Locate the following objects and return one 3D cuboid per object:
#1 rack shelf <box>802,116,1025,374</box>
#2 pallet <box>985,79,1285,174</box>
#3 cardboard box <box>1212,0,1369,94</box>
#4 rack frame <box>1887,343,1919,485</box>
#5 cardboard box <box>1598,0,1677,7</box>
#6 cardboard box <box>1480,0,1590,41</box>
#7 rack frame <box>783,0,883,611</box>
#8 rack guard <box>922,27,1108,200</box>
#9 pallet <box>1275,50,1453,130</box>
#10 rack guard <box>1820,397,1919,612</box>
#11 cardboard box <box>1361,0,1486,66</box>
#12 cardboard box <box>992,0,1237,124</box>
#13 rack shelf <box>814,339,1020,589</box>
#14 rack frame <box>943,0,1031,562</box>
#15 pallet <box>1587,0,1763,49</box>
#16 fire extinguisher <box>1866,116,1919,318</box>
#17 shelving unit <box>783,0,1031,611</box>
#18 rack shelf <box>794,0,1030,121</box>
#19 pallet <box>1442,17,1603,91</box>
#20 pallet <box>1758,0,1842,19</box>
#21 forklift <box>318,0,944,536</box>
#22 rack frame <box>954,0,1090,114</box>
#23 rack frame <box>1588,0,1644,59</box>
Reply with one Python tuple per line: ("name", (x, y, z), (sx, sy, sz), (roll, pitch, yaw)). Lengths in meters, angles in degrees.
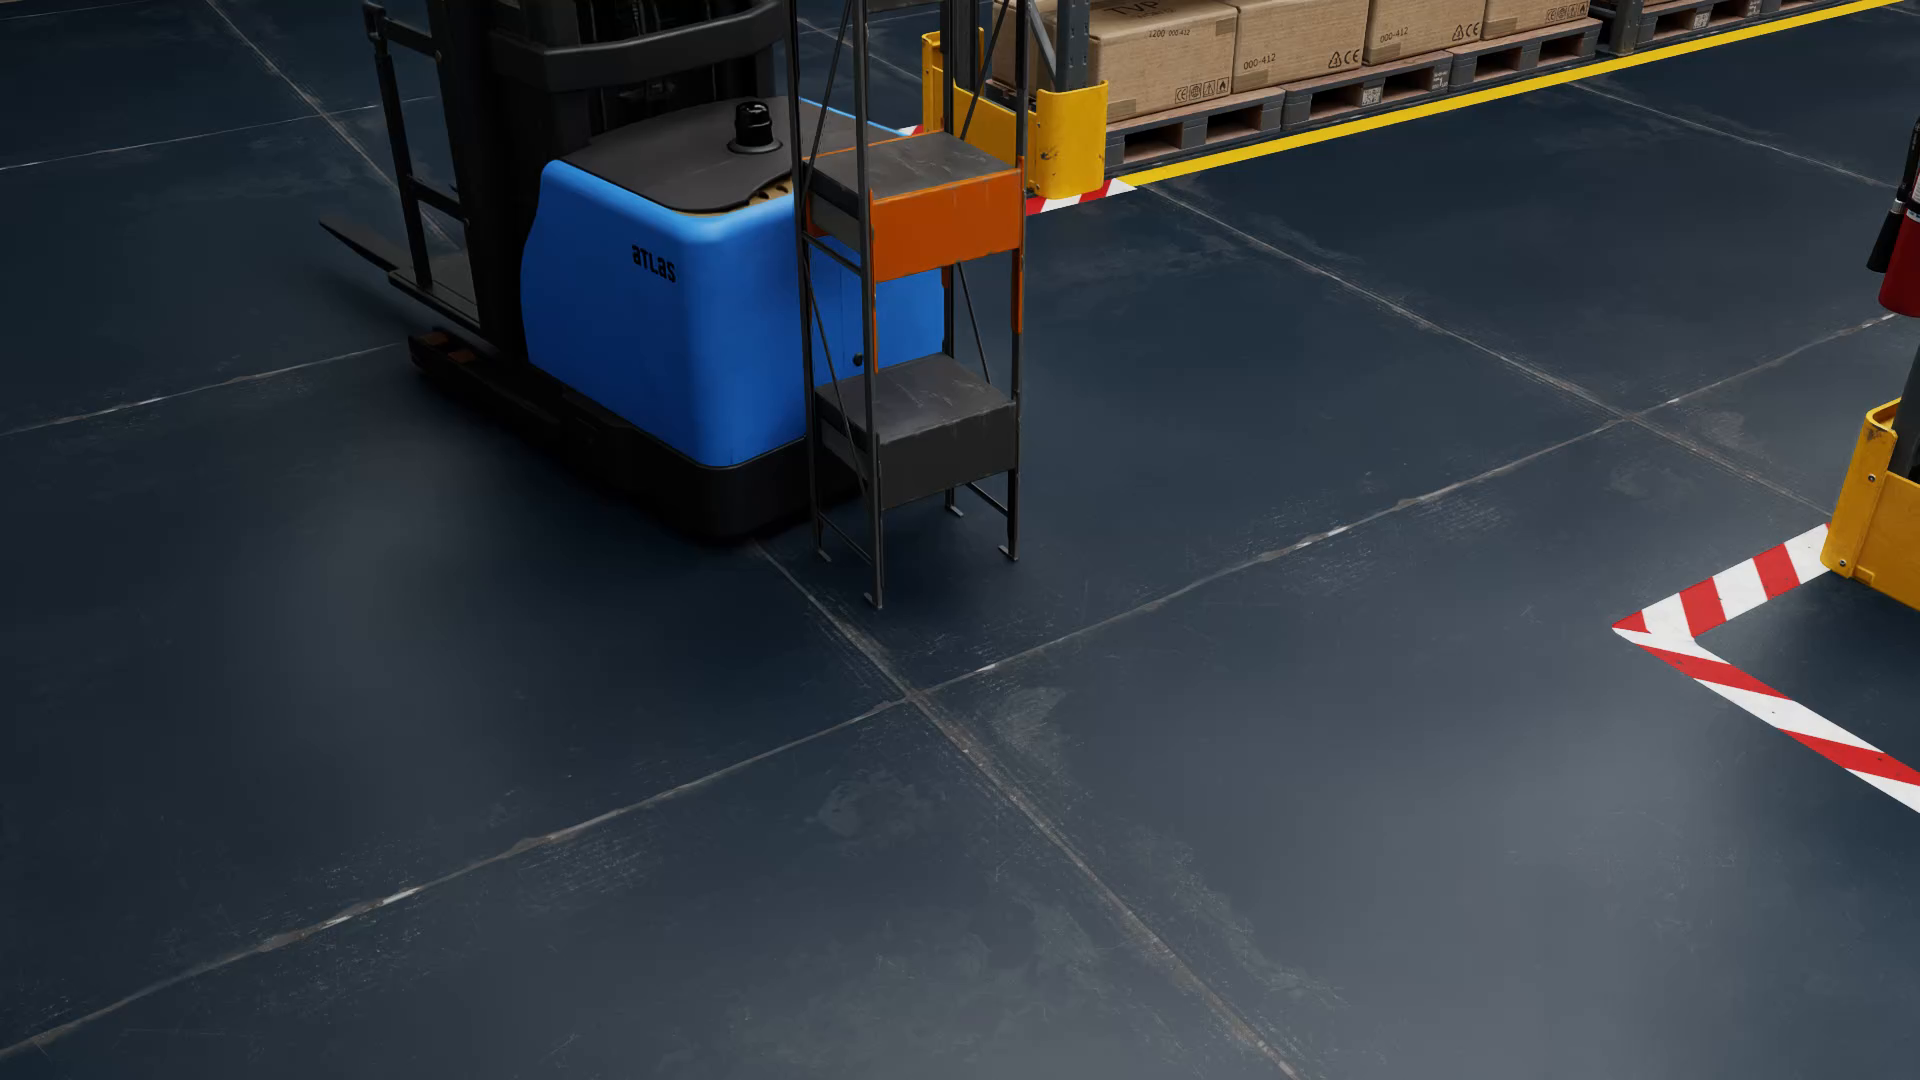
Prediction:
("rack shelf", (-0.139, -0.829, 4.621), (0.480, 0.518, 0.431), (-19, 37, -27))
("pallet", (0.896, -2.251, 8.620), (1.213, 0.211, 1.003), (-19, 37, -27))
("cardboard box", (1.532, -2.762, 8.824), (0.875, 0.438, 0.875), (-18, 36, -26))
("rack frame", (3.034, -0.973, 3.981), (0.127, 3.000, 1.000), (-19, 37, -27))
("cardboard box", (4.106, -3.814, 10.083), (0.875, 0.875, 0.875), (-18, 36, -26))
("cardboard box", (3.043, -3.281, 9.647), (0.875, 0.438, 0.875), (-20, 37, -28))
("rack frame", (-0.344, -0.770, 4.502), (0.015, 2.100, 0.400), (-19, 37, -27))
("rack guard", (0.246, -2.100, 8.110), (0.348, 0.500, 1.175), (-19, 37, -27))
("pallet", (1.921, -2.601, 9.176), (1.213, 0.211, 1.003), (-19, 37, -27))
("rack guard", (3.097, 0.062, 4.683), (0.348, 0.500, 1.175), (-19, 37, -27))
("cardboard box", (2.291, -3.022, 9.236), (0.875, 0.438, 0.875), (-20, 37, -29))
("cardboard box", (0.767, -2.493, 8.399), (0.875, 0.438, 0.875), (-20, 38, -29))
("rack shelf", (-0.139, -0.237, 4.995), (0.480, 0.518, 0.431), (-19, 37, -27))
("rack frame", (0.066, -0.911, 4.726), (0.015, 2.100, 0.400), (-19, 37, -27))
("pallet", (4.236, -3.398, 10.438), (1.213, 0.211, 1.003), (-19, 37, -27))
("fire extinguisher", (2.572, -0.917, 4.314), (0.183, 0.674, 0.296), (-19, 37, -27))
("shelving unit", (-0.139, -0.840, 4.614), (0.503, 2.100, 0.431), (-19, 37, -27))
("rack shelf", (-0.139, -1.421, 4.248), (0.480, 0.518, 0.431), (-19, 37, -27))
("pallet", (2.947, -2.956, 9.738), (1.213, 0.211, 1.003), (-19, 37, -27))
("pallet", (5.263, -3.752, 11.001), (1.213, 0.211, 1.003), (-19, 37, -27))
("forklift", (-1.403, -1.942, 5.581), (1.130, 2.935, 3.031), (-27, 41, -36))
("rack frame", (0.267, -3.164, 7.454), (0.127, 3.000, 1.000), (-19, 37, -27))
("rack frame", (3.629, -4.320, 9.287), (0.127, 3.000, 1.000), (-19, 37, -27))
